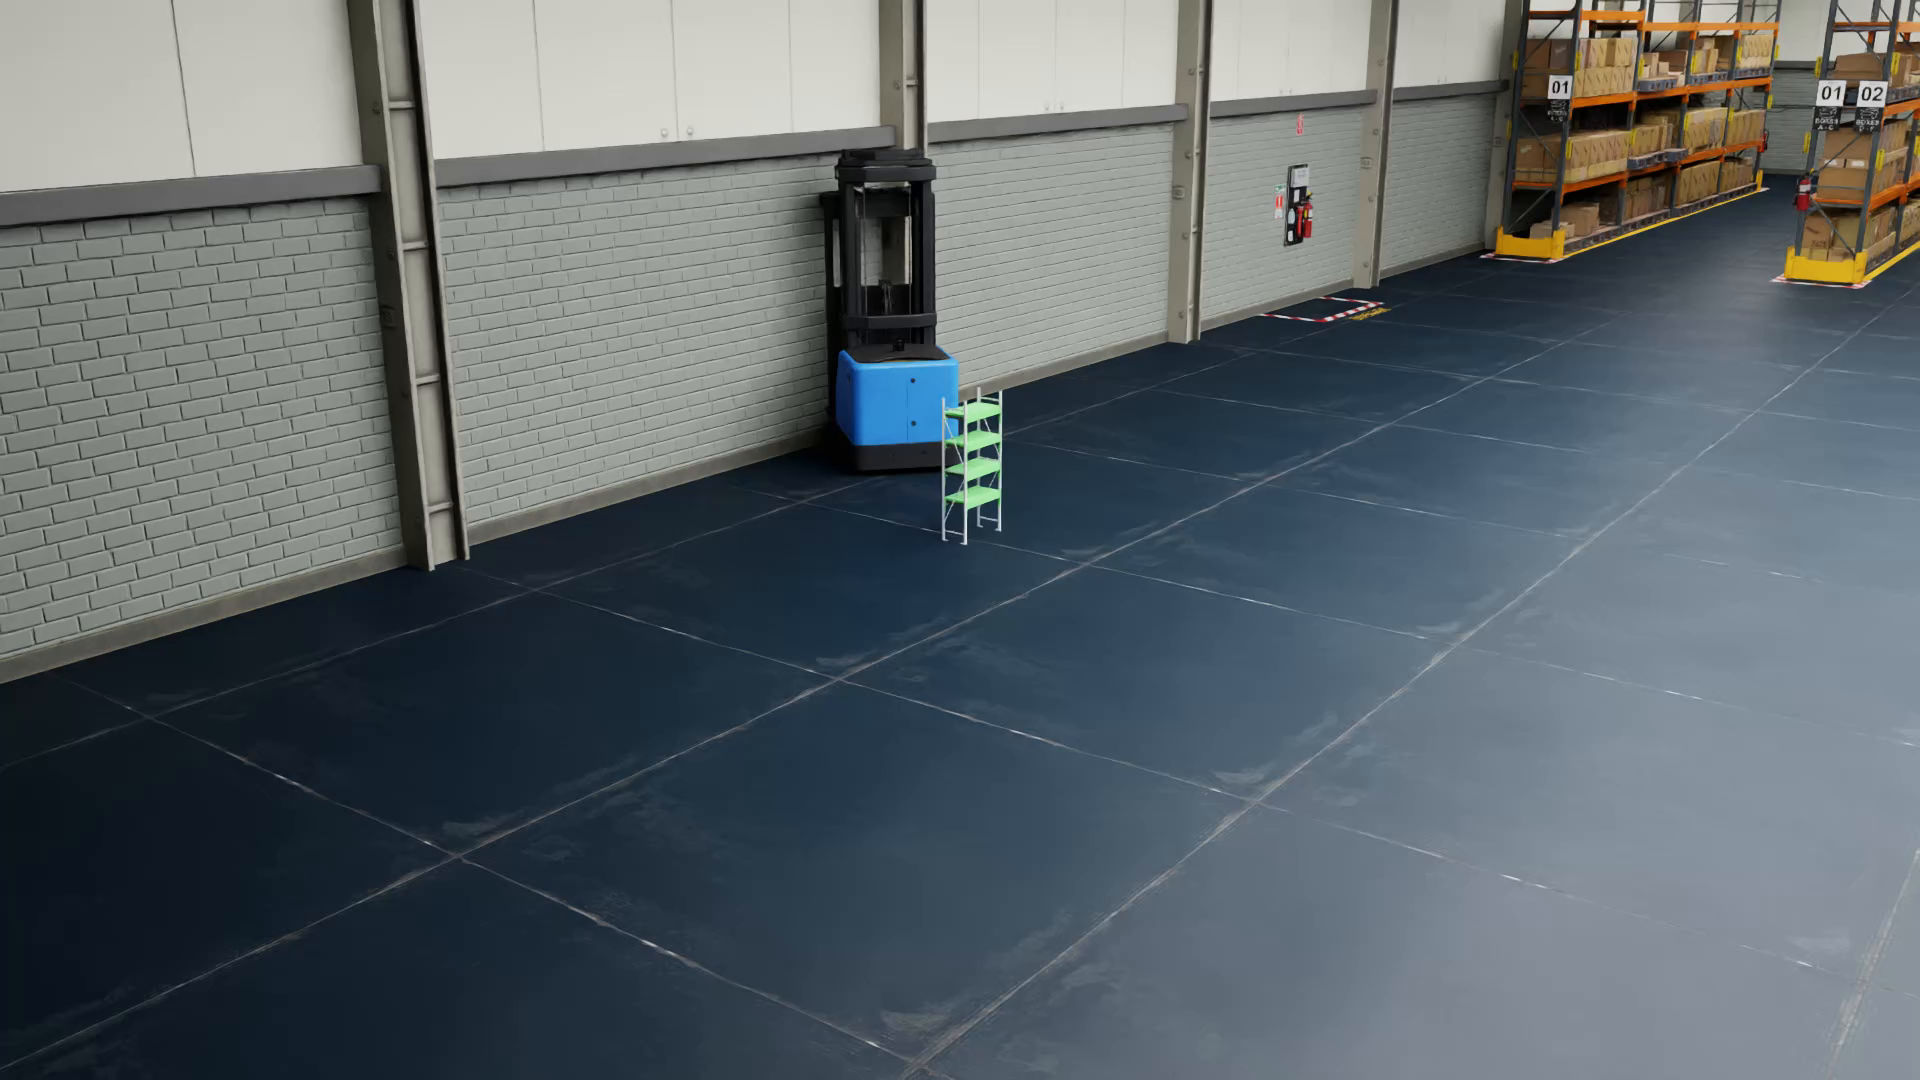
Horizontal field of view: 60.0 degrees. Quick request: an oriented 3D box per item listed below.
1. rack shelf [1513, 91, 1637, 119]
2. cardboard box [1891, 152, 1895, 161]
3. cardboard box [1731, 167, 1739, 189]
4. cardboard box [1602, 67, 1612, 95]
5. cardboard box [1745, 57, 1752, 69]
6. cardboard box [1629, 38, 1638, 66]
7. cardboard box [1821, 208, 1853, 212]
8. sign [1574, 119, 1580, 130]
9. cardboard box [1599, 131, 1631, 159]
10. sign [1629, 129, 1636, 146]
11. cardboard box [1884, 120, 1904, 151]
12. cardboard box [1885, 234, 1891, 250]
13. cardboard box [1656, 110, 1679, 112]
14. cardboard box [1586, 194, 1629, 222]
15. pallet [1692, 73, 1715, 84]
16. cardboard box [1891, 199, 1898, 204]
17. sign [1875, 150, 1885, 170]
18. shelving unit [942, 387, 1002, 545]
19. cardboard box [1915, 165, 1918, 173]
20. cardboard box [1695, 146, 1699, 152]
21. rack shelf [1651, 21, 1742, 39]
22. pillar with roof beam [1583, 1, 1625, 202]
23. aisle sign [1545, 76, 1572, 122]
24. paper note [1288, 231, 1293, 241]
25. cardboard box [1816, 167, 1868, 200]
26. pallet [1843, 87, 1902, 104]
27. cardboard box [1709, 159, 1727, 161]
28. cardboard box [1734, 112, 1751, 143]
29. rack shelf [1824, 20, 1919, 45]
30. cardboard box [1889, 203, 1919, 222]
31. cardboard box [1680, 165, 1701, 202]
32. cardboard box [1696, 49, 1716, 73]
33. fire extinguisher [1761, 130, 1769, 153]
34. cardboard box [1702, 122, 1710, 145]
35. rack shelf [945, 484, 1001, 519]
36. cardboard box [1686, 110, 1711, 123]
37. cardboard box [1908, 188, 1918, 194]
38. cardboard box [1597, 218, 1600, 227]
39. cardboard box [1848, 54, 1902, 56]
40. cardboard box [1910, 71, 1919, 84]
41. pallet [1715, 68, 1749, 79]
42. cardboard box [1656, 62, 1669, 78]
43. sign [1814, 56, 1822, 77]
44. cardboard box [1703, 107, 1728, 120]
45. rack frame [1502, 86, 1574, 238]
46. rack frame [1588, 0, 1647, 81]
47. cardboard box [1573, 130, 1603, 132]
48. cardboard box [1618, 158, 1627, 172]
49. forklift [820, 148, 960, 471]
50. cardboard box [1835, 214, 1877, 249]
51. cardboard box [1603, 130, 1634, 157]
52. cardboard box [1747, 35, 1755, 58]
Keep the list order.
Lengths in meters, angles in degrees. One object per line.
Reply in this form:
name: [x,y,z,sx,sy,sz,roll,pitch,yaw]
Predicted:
rack shelf: [11.625,-8.226,31.331,1.077,0.370,4.000,12,21,35]
cardboard box: [16.049,-6.692,28.972,0.380,0.149,0.250,13,22,36]
cardboard box: [18.720,-8.927,40.938,0.700,0.500,0.500,13,21,36]
cardboard box: [11.790,-8.563,31.002,0.500,0.500,0.500,14,22,38]
cardboard box: [18.521,-11.365,39.602,0.500,0.250,0.500,12,21,34]
cardboard box: [12.736,-9.414,32.053,0.500,0.500,0.500,10,20,30]
cardboard box: [15.377,-5.572,29.292,0.500,0.500,0.500,12,21,35]
sign: [12.368,-8.264,33.344,0.100,0.325,0.005,12,21,35]
cardboard box: [12.783,-7.742,32.572,0.500,0.500,0.500,12,21,35]
sign: [13.257,-7.933,32.772,0.100,0.325,0.005,12,21,35]
cardboard box: [16.237,-7.179,29.448,0.700,0.500,0.500,12,21,35]
cardboard box: [16.390,-5.360,29.875,0.500,0.250,0.500,12,21,35]
cardboard box: [15.881,-9.522,37.380,0.500,0.250,0.500,12,21,33]
cardboard box: [13.241,-6.808,34.082,0.700,0.500,0.500,13,22,37]
pallet: [16.205,-10.338,37.237,1.003,0.211,1.213,14,22,37]
cardboard box: [18.326,-6.648,33.075,0.500,0.311,0.500,12,21,33]
sign: [14.856,-6.138,26.858,0.100,0.325,0.005,12,21,35]
shelving unit: [0.099,-0.612,13.693,0.258,1.200,0.503,12,21,35]
cardboard box: [18.466,-7.258,32.482,0.380,0.149,0.250,14,22,39]
cardboard box: [16.487,-8.861,37.608,0.380,0.149,0.250,13,21,35]
rack shelf: [16.391,-11.373,37.081,1.077,0.370,4.000,12,21,35]
pillar with roof beam: [17.188,-10.514,32.427,9.100,9.000,0.400,12,21,35]
aisle sign: [10.631,-7.832,29.524,0.394,0.787,0.004,12,21,35]
paper note: [4.916,-4.519,24.723,0.016,0.148,0.142,12,21,35]
cardboard box: [14.702,-5.943,27.655,0.700,0.500,0.500,12,21,35]
pallet: [14.856,-7.340,27.415,1.003,0.211,1.213,12,21,35]
cardboard box: [18.789,-9.367,41.261,0.380,0.149,0.250,13,21,35]
cardboard box: [18.784,-10.136,40.821,0.980,0.700,0.700,11,20,32]
rack shelf: [15.605,-8.593,28.129,1.077,0.370,4.000,12,21,35]
cardboard box: [18.158,-6.315,32.004,0.500,0.311,0.500,13,22,36]
cardboard box: [16.270,-8.100,37.685,0.750,0.750,0.750,12,21,34]
cardboard box: [16.691,-10.875,37.738,0.700,0.500,0.500,12,21,34]
fire extinguisher: [20.427,-10.211,42.326,0.296,0.674,0.183,12,21,35]
cardboard box: [16.615,-9.203,37.616,0.500,0.500,0.500,13,22,36]
rack shelf: [0.099,-0.322,13.783,0.258,0.148,0.480,12,21,35]
cardboard box: [16.591,-9.557,37.493,0.500,0.250,0.500,12,21,34]
cardboard box: [19.579,-7.345,34.546,0.500,0.250,0.500,13,22,37]
cardboard box: [12.522,-6.338,33.130,0.380,0.166,0.250,9,20,28]
cardboard box: [15.714,-8.118,28.652,0.797,0.503,0.637,15,23,41]
cardboard box: [17.172,-8.446,30.369,0.500,0.250,0.500,15,23,40]
pallet: [18.079,-11.102,39.529,1.003,0.211,1.213,12,21,35]
cardboard box: [14.353,-9.765,34.866,0.797,0.503,0.637,16,24,42]
sign: [13.986,-7.703,27.074,0.100,0.325,0.005,12,21,35]
cardboard box: [17.510,-9.920,38.662,0.500,0.250,0.500,13,22,36]
rack frame: [10.433,-6.661,30.135,1.000,3.000,0.127,12,21,35]
rack frame: [12.816,-10.479,32.313,1.000,3.000,0.127,12,21,35]
cardboard box: [12.368,-7.835,32.869,0.500,0.500,0.500,12,21,33]
cardboard box: [12.777,-7.385,32.686,0.500,0.250,0.500,12,21,35]
forklift: [-0.839,-2.447,16.682,1.130,2.935,3.031,-4,18,-13]
cardboard box: [15.208,-5.240,28.223,0.500,0.500,0.500,12,21,35]
cardboard box: [13.147,-7.987,33.494,0.700,0.500,0.500,12,21,35]
cardboard box: [18.534,-11.730,39.513,0.500,0.500,0.500,12,21,34]
